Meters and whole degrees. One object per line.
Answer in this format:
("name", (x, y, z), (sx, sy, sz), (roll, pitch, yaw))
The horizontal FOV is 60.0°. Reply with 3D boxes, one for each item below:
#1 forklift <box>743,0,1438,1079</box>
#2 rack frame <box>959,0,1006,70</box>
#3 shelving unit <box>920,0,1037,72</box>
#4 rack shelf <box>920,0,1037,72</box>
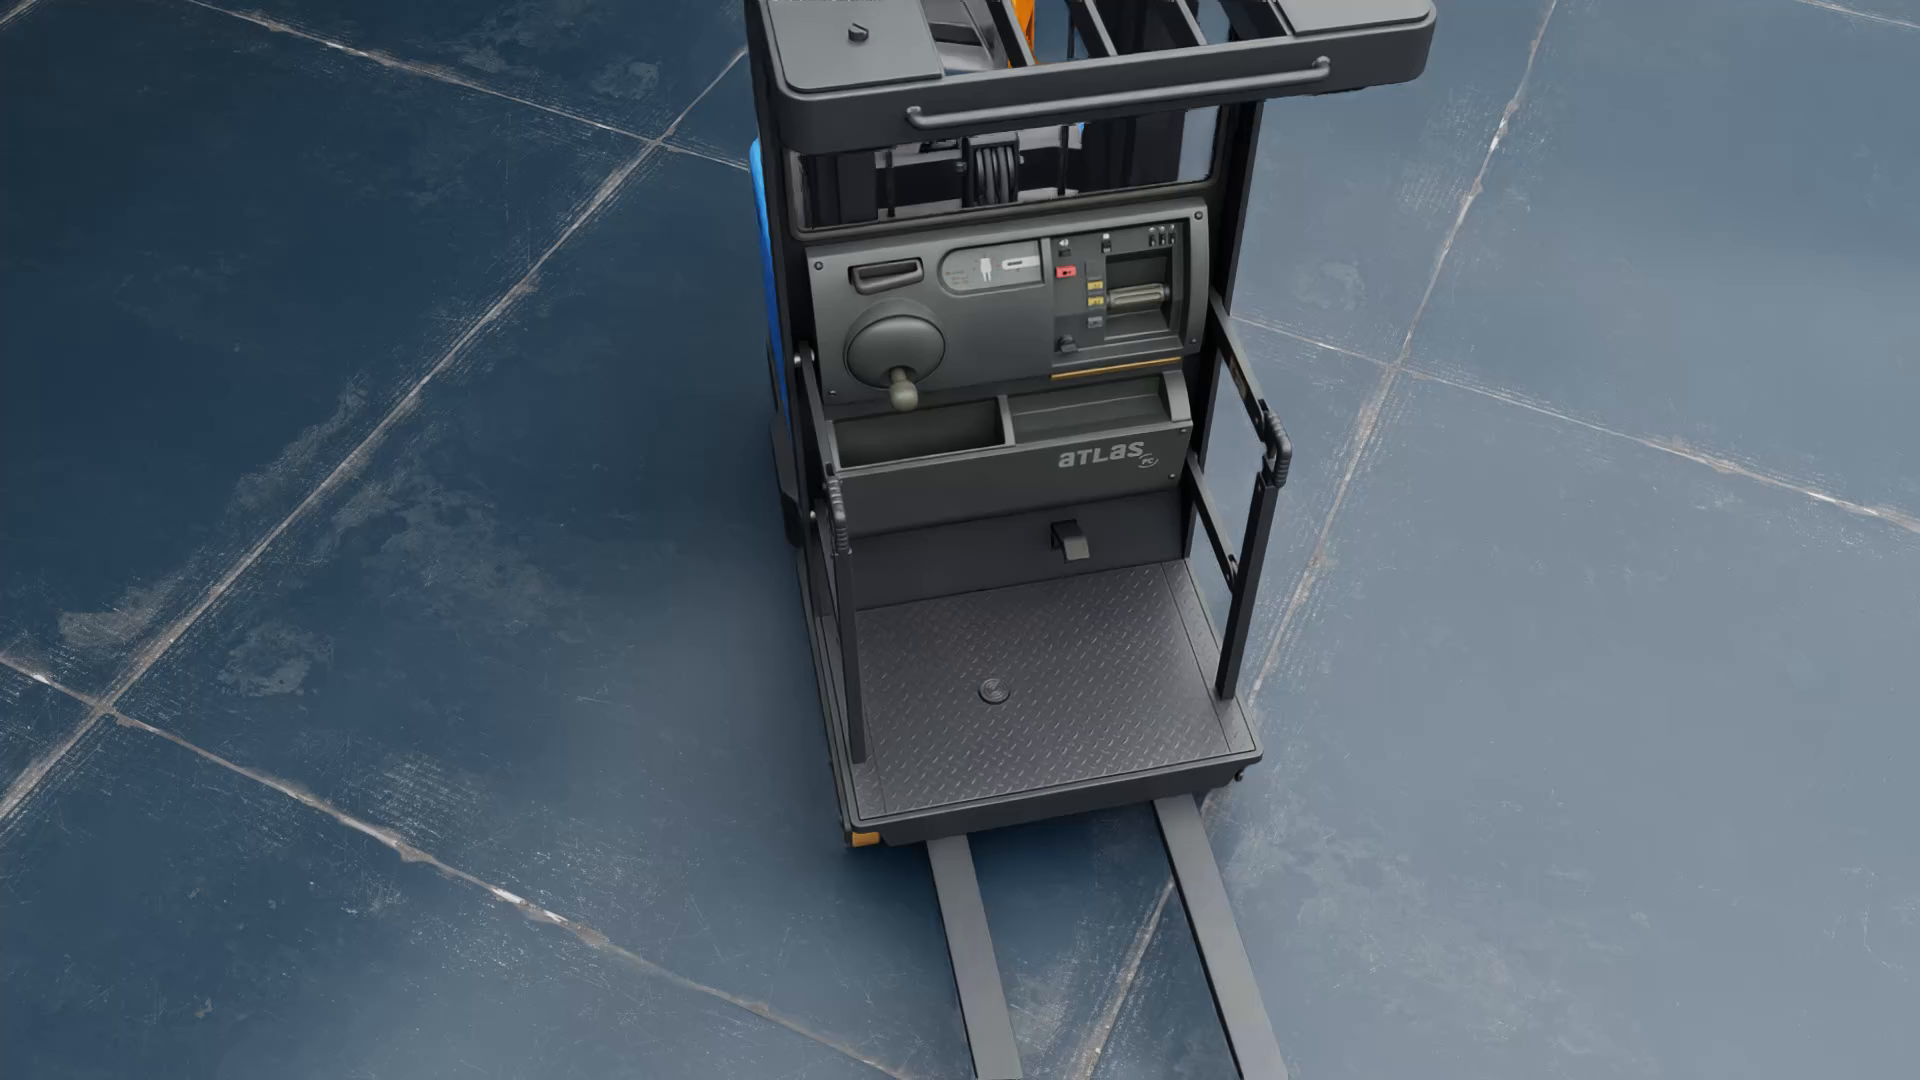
("forklift", (0.166, -0.434, 3.695), (1.130, 2.935, 3.031), (-9, 50, -7))
("rack frame", (-0.059, -1.388, 5.050), (0.400, 2.100, 0.015), (8, 50, 8))
("shelving unit", (-0.011, -1.570, 5.205), (0.431, 2.100, 0.503), (8, 50, 8))
("rack shelf", (-0.011, -1.561, 5.215), (0.431, 0.518, 0.480), (8, 50, 8))
